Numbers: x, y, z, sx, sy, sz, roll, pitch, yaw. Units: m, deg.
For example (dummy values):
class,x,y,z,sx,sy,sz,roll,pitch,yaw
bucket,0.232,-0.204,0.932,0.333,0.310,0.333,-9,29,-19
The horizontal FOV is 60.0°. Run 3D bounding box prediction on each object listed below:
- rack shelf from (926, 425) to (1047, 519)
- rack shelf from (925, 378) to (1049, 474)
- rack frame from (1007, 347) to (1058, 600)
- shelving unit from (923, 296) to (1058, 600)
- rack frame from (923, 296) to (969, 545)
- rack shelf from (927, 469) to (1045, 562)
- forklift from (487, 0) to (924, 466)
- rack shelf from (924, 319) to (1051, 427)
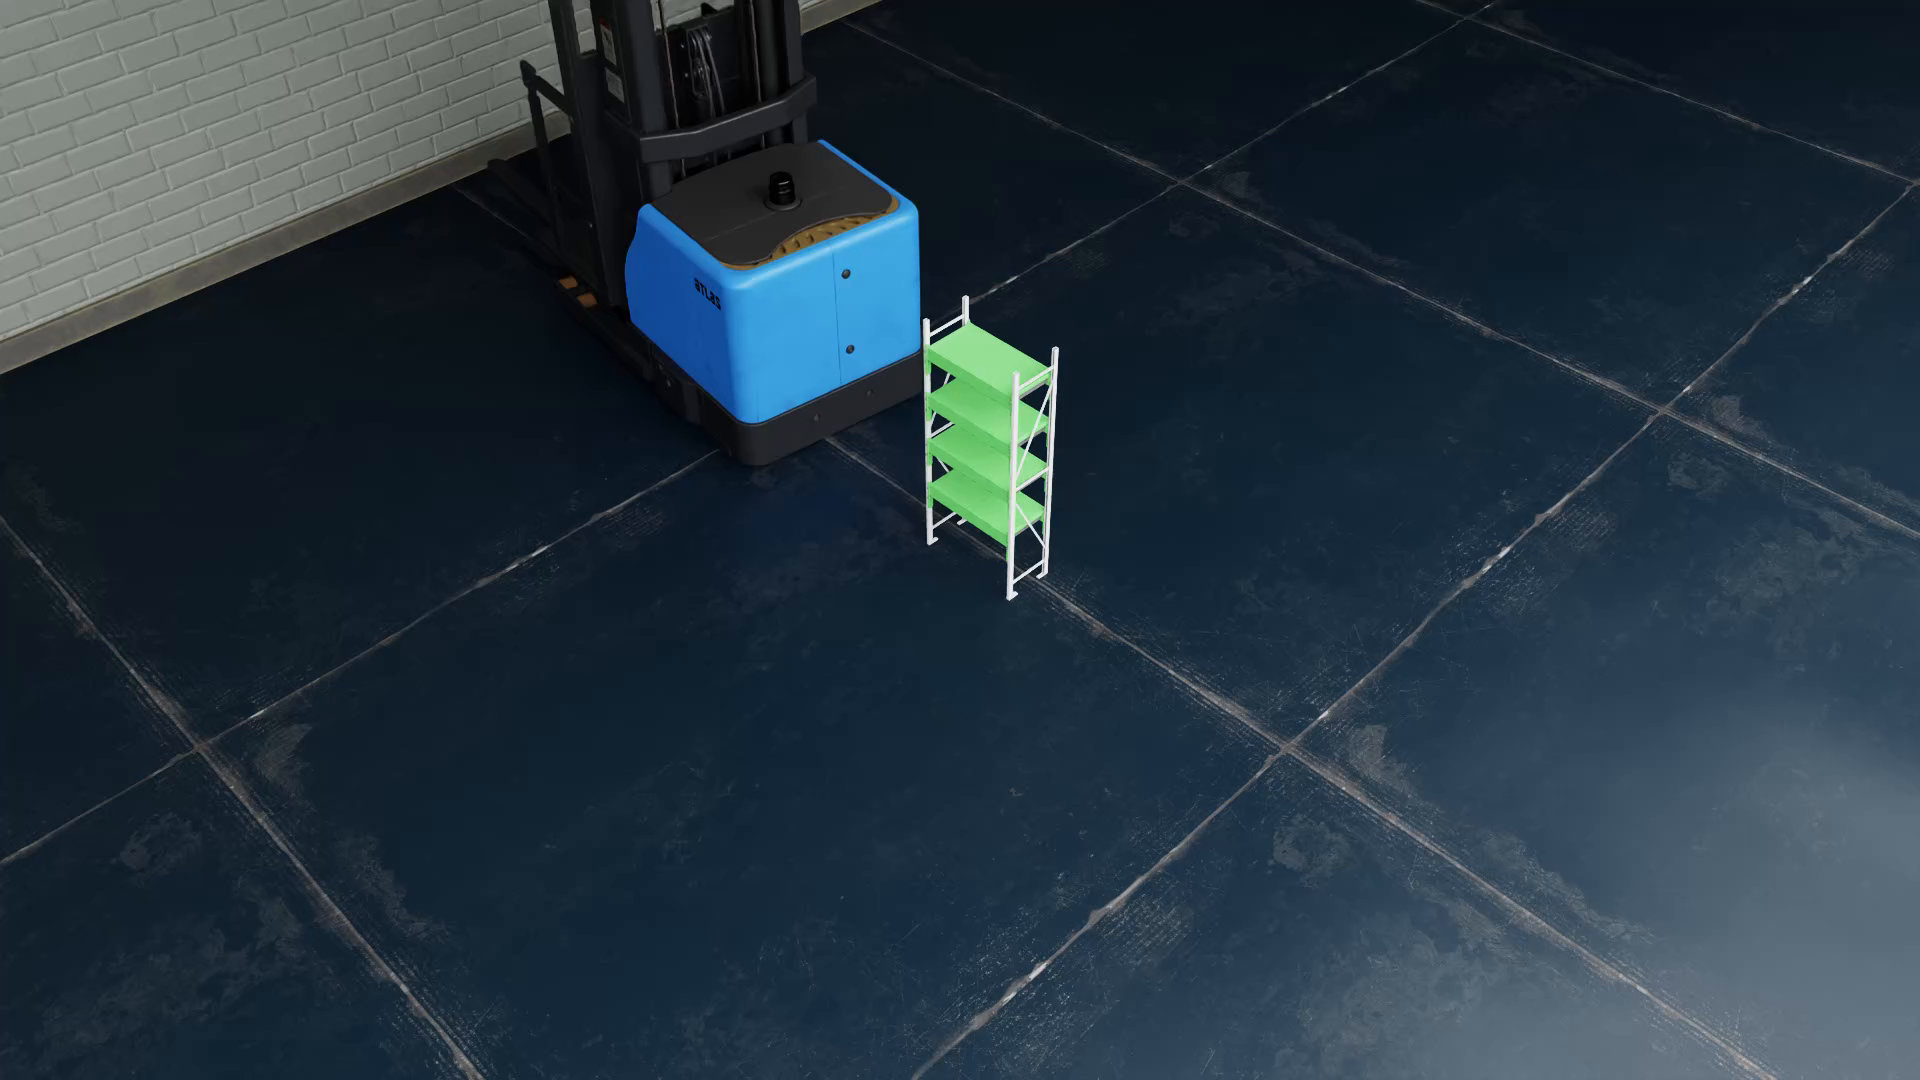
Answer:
class,x,y,z,sx,sy,sz,roll,pitch,yaw
rack shelf,0.117,-0.314,6.917,0.258,0.148,0.480,-34,53,-31
rack shelf,0.117,-0.490,6.755,0.258,0.148,0.480,-34,53,-31
rack frame,0.289,-0.244,6.747,0.240,1.200,0.015,-34,53,-31
shelving unit,0.117,-0.361,6.874,0.258,1.200,0.503,-34,53,-31
rack frame,-0.055,-0.478,7.001,0.240,1.200,0.015,-34,53,-31
rack shelf,0.117,-0.138,7.080,0.258,0.148,0.480,-34,53,-31
forklift,-1.467,-2.363,7.765,1.130,2.935,3.031,-28,49,-27
rack shelf,0.117,-0.667,6.592,0.258,0.148,0.480,-34,53,-31
